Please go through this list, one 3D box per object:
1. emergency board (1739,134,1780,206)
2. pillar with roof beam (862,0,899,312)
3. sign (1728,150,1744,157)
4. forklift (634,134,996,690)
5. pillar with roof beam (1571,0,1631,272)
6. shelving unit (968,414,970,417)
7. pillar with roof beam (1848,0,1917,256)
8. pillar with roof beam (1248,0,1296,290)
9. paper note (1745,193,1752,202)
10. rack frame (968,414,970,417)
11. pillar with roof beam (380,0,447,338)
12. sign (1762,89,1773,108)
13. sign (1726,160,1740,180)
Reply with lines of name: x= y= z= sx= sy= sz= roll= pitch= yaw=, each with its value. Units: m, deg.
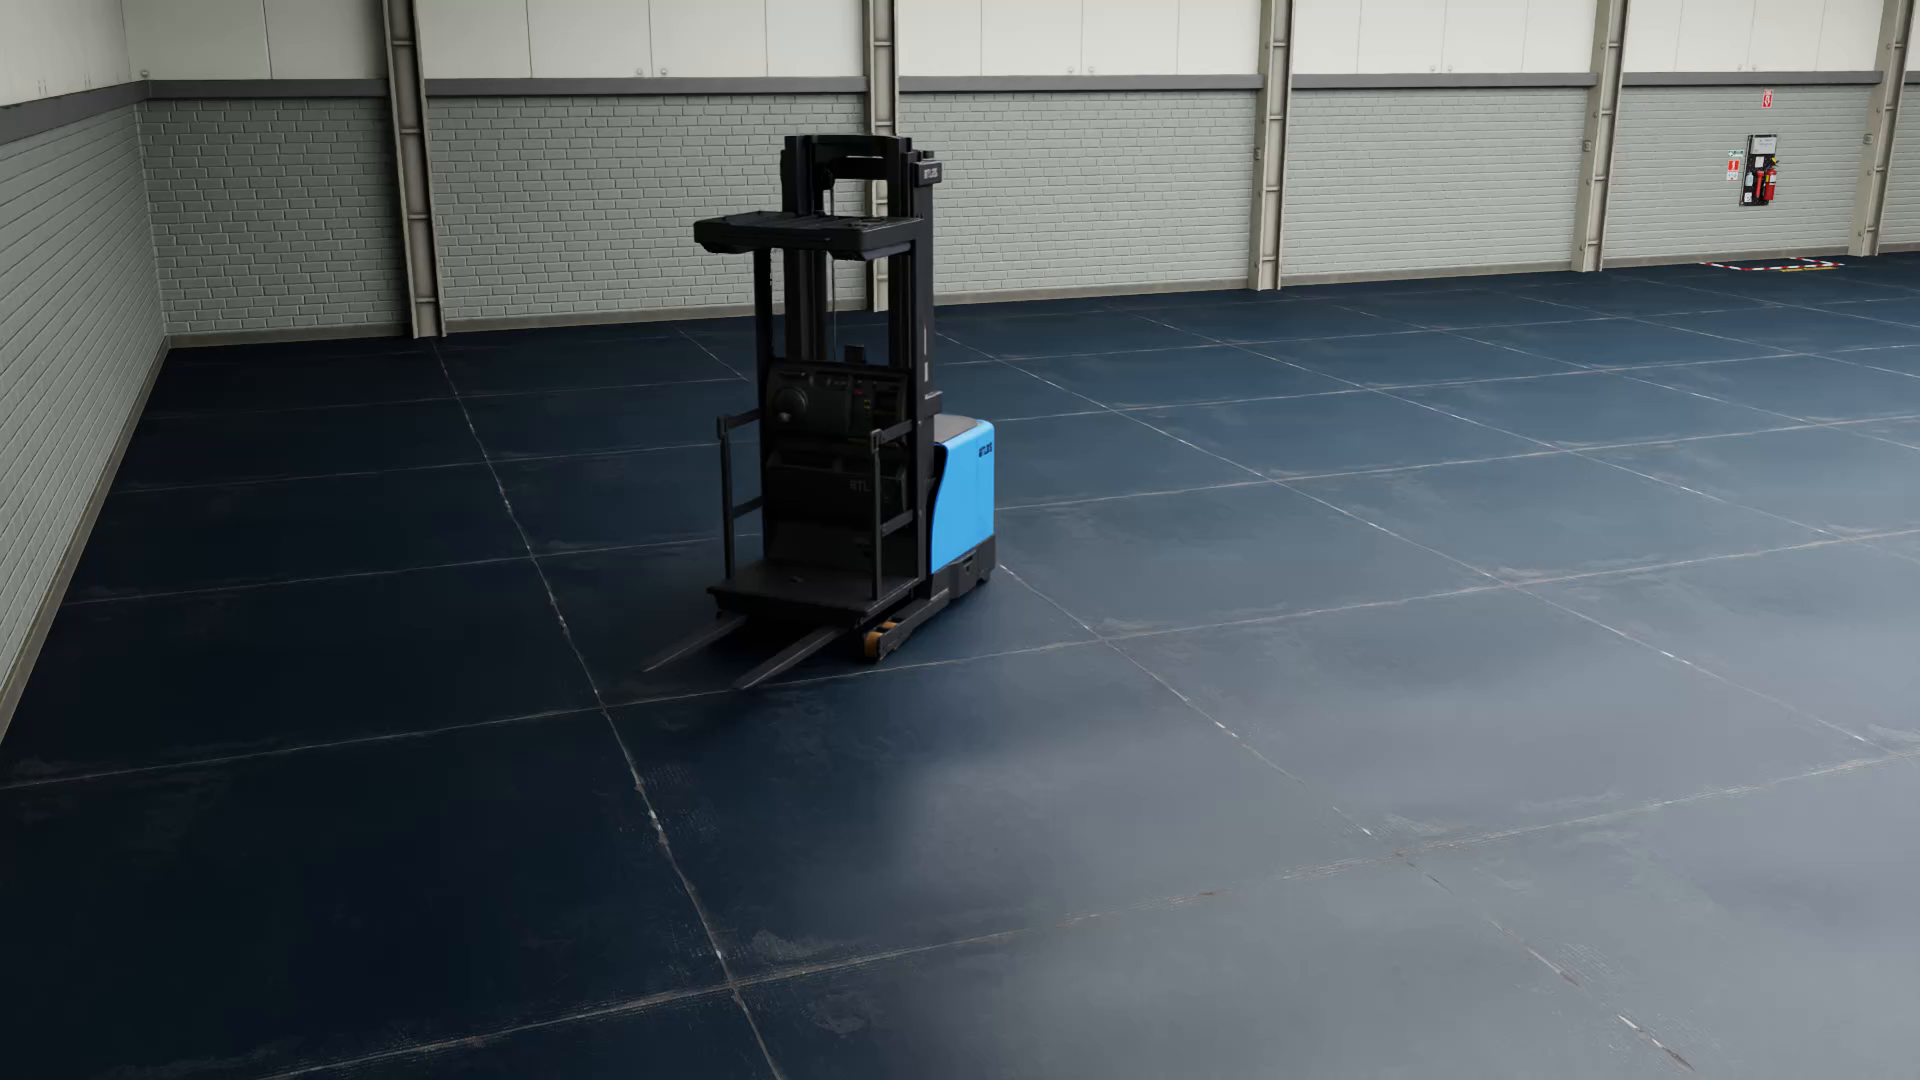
emergency board: x=13.441 y=-6.182 z=27.825 sx=0.643 sy=1.169 sz=0.194 roll=-6 pitch=17 yaw=-20
pillar with roof beam: x=0.494 y=-6.352 z=17.757 sx=0.400 sy=9.000 sz=9.100 roll=-6 pitch=17 yaw=-20
sign: x=12.895 y=-6.423 z=27.642 sx=0.331 sy=0.109 sz=0.001 roll=-6 pitch=17 yaw=-20
forklift: x=-0.826 y=-0.843 z=9.766 sx=1.130 sy=2.935 sz=3.031 roll=7 pitch=18 yaw=23
pillar with roof beam: x=11.700 y=-7.562 z=21.877 sx=0.400 sy=9.000 sz=9.100 roll=-6 pitch=17 yaw=-20
shelving unit: x=0.008 y=-0.433 z=11.974 sx=0.210 sy=0.900 sz=0.258 roll=-6 pitch=17 yaw=-20
pillar with roof beam: x=17.303 y=-8.167 z=23.937 sx=0.400 sy=9.000 sz=9.100 roll=-6 pitch=17 yaw=-20
pillar with roof beam: x=6.097 y=-6.957 z=19.817 sx=0.400 sy=9.000 sz=9.100 roll=-6 pitch=17 yaw=-20
paper note: x=13.251 y=-5.759 z=27.950 sx=0.142 sy=0.148 sz=0.016 roll=-6 pitch=17 yaw=-20
rack frame: x=0.103 y=-0.443 z=12.009 sx=0.006 sy=0.900 sz=0.240 roll=-6 pitch=17 yaw=-20
pillar with roof beam: x=-5.108 y=-5.747 z=15.697 sx=0.400 sy=9.000 sz=9.100 roll=-6 pitch=17 yaw=-20
sign: x=13.398 y=-7.319 z=27.585 sx=0.199 sy=0.298 sz=0.001 roll=-6 pitch=17 yaw=-20
sign: x=12.888 y=-6.170 z=27.723 sx=0.234 sy=0.329 sz=0.001 roll=-6 pitch=17 yaw=-20
